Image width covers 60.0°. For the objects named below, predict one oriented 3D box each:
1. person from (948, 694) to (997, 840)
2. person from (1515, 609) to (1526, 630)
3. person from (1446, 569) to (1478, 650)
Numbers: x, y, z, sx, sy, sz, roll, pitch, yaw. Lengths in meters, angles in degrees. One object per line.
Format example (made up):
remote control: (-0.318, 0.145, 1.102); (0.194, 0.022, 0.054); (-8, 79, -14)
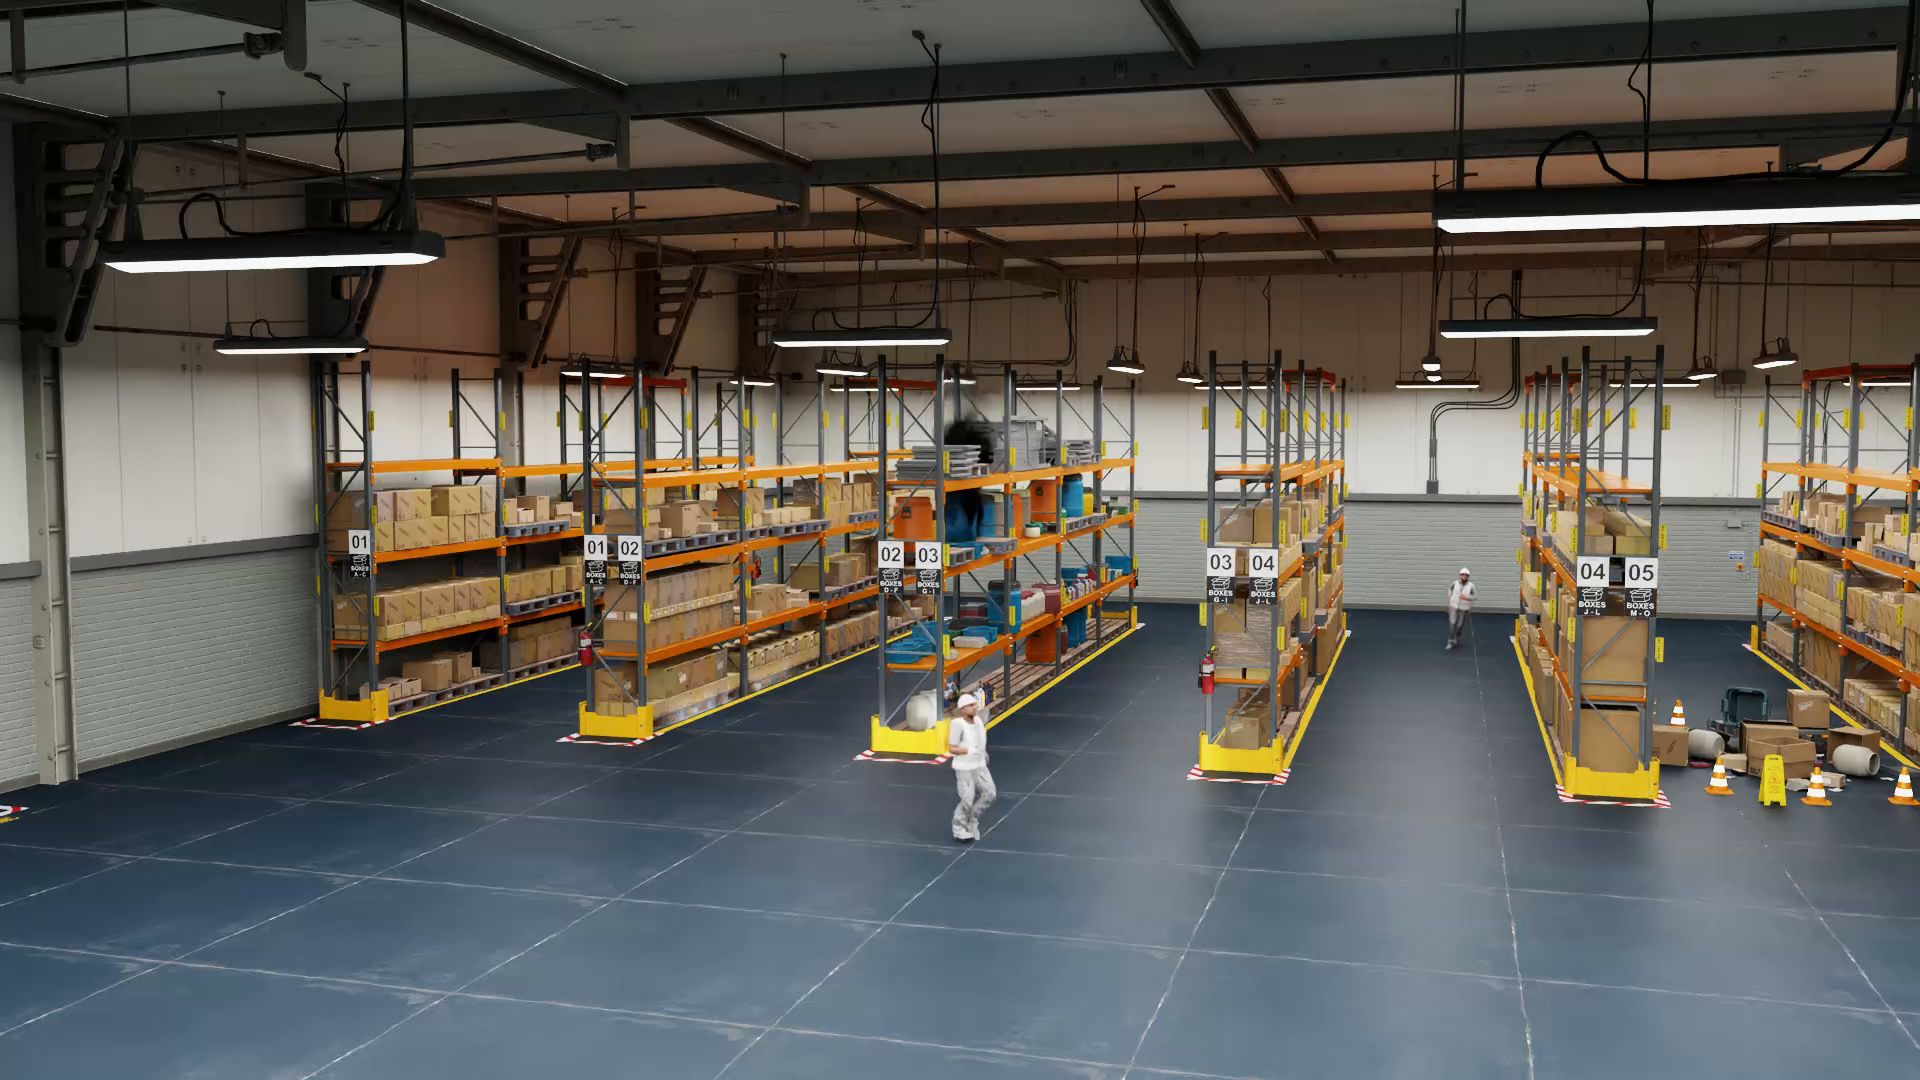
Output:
person: (0.169, 2.711, 19.714); (0.633, 1.767, 0.662); (4, 6, 44)
person: (13.407, 1.363, 38.993); (0.700, 1.665, 0.927); (-4, 6, -45)
person: (11.084, 1.513, 36.706); (0.667, 1.787, 0.885); (2, 4, 22)
